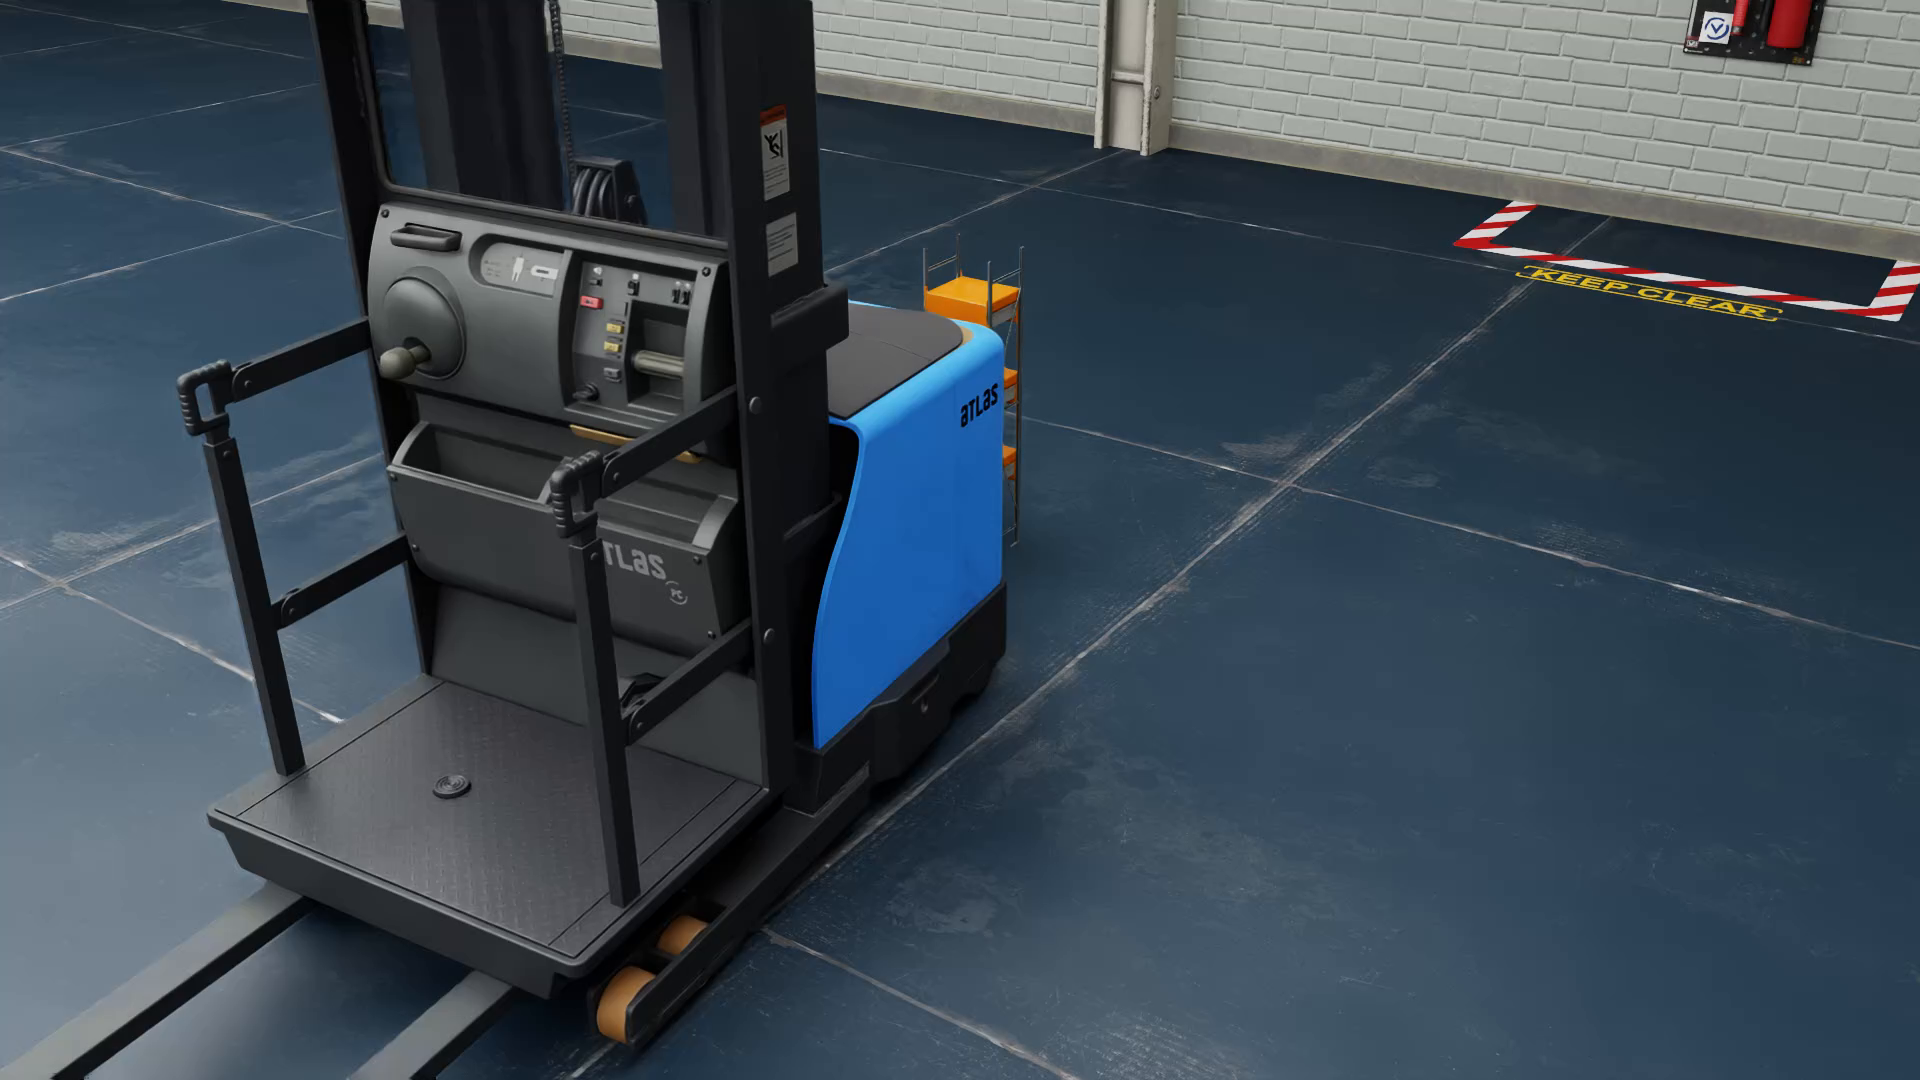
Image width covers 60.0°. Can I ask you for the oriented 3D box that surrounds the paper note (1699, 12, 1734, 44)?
[{"bbox_3d":[3.934,-2.665,8.650,0.142,0.148,0.016,17,32,30],"label":"paper note"}]

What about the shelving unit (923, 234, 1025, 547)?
[{"bbox_3d":[0.044,-0.454,5.485,0.252,1.050,0.215,17,32,30],"label":"shelving unit"}]

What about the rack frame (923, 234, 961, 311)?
[{"bbox_3d":[-0.056,-0.485,5.546,0.008,1.050,0.200,17,32,30],"label":"rack frame"}]

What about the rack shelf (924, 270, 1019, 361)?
[{"bbox_3d":[0.044,-0.698,5.361,0.240,0.259,0.215,17,32,30],"label":"rack shelf"}]

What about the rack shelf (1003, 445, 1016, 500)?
[{"bbox_3d":[0.044,-0.197,5.616,0.240,0.259,0.215,17,32,30],"label":"rack shelf"}]

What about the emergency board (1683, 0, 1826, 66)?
[{"bbox_3d":[4.041,-2.986,8.310,0.643,1.169,0.194,17,32,30],"label":"emergency board"}]

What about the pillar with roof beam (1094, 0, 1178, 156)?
[{"bbox_3d":[-1.326,-4.942,5.540,0.400,9.000,9.100,17,32,30],"label":"pillar with roof beam"}]

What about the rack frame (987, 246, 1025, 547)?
[{"bbox_3d":[0.145,-0.423,5.423,0.008,1.050,0.200,17,32,30],"label":"rack frame"}]

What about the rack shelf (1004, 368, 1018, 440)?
[{"bbox_3d":[0.044,-0.445,5.490,0.240,0.259,0.215,17,32,30],"label":"rack shelf"}]

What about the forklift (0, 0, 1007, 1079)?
[{"bbox_3d":[-1.009,-0.447,3.396,1.130,2.935,3.031,14,30,25],"label":"forklift"}]
